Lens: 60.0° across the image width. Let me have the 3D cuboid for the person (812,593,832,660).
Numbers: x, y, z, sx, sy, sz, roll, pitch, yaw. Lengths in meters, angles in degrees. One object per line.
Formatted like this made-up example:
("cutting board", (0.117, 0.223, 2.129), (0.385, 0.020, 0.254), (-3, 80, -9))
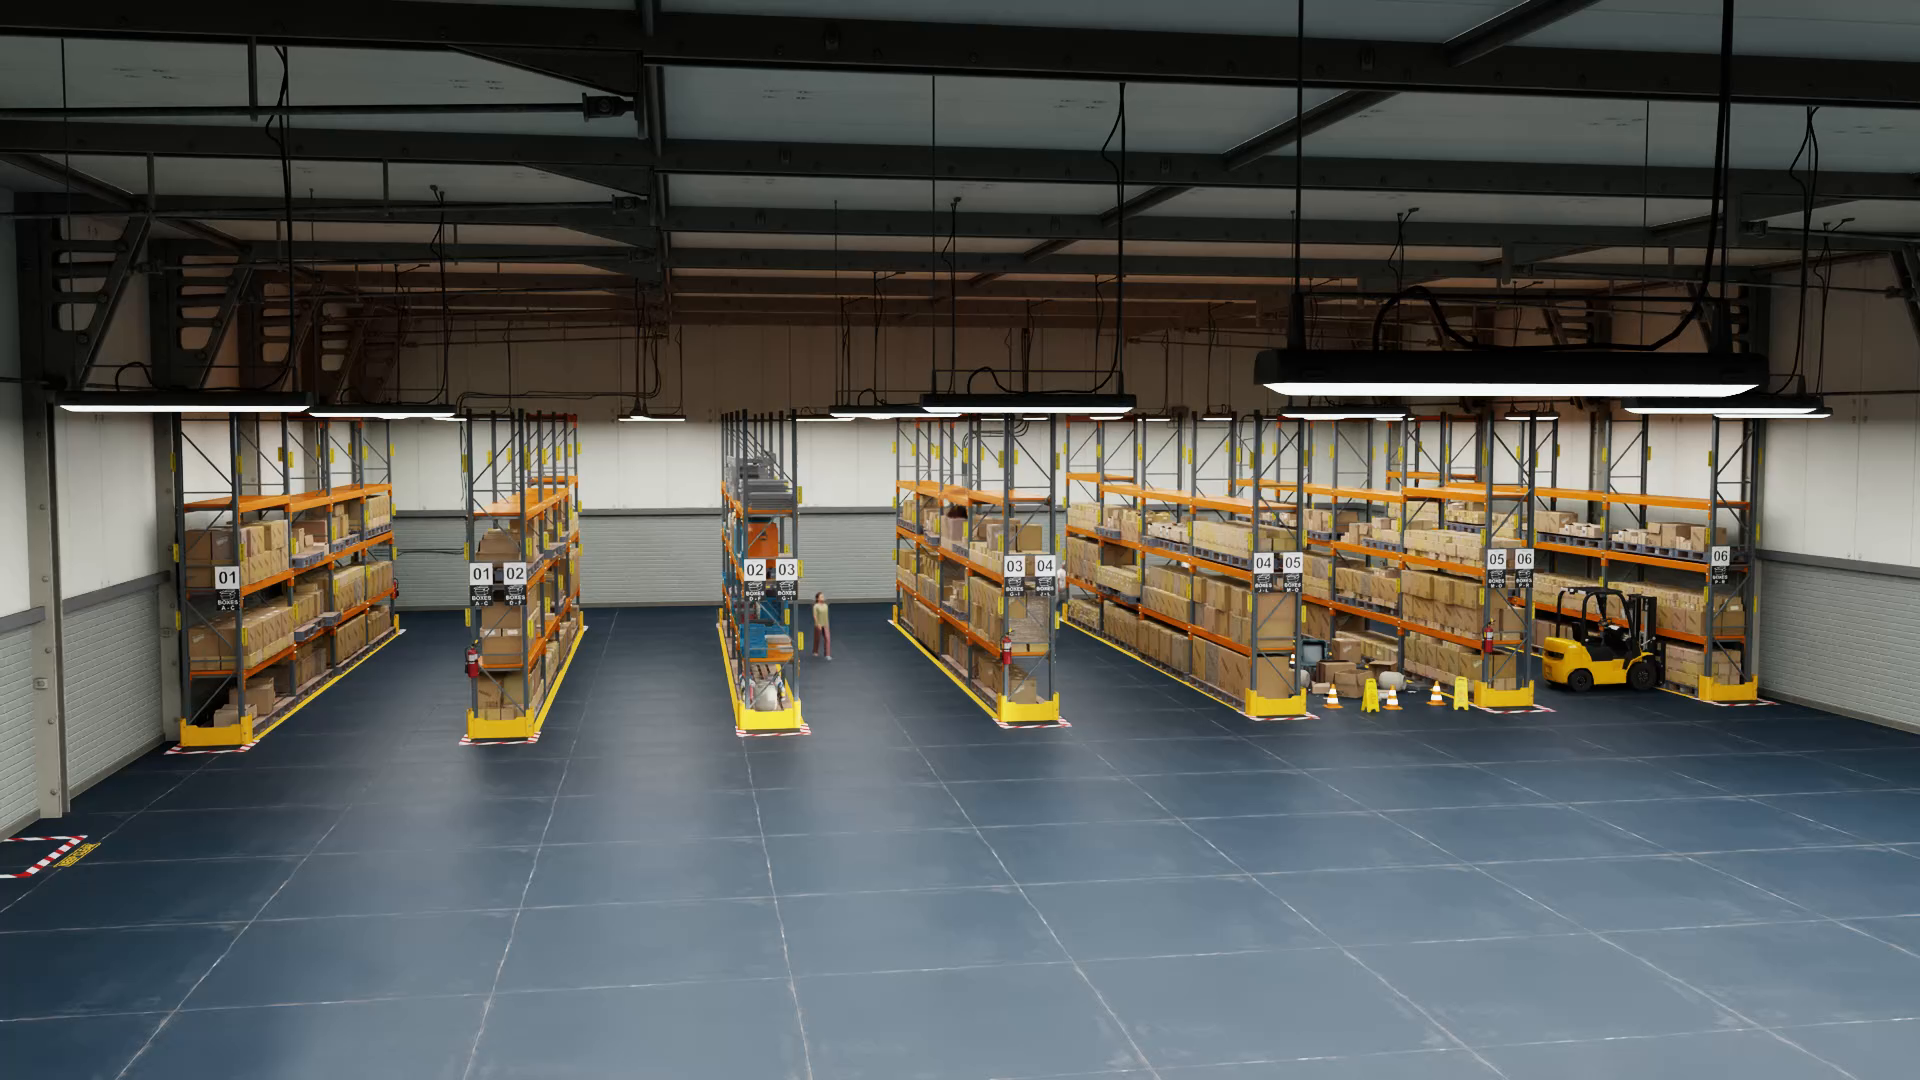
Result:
("person", (-3.366, 2.086, 40.393), (0.439, 1.614, 1.016), (-1, 4, -18))

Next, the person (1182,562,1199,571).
("person", (7.185, 1.247, 51.646), (0.624, 1.731, 0.972), (0, 4, -3))

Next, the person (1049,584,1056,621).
("person", (2.309, 1.847, 43.841), (0.364, 1.557, 0.612), (-2, 5, -29))

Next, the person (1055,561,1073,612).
("person", (3.145, 1.429, 49.963), (0.516, 1.621, 1.027), (-3, 5, -36))
